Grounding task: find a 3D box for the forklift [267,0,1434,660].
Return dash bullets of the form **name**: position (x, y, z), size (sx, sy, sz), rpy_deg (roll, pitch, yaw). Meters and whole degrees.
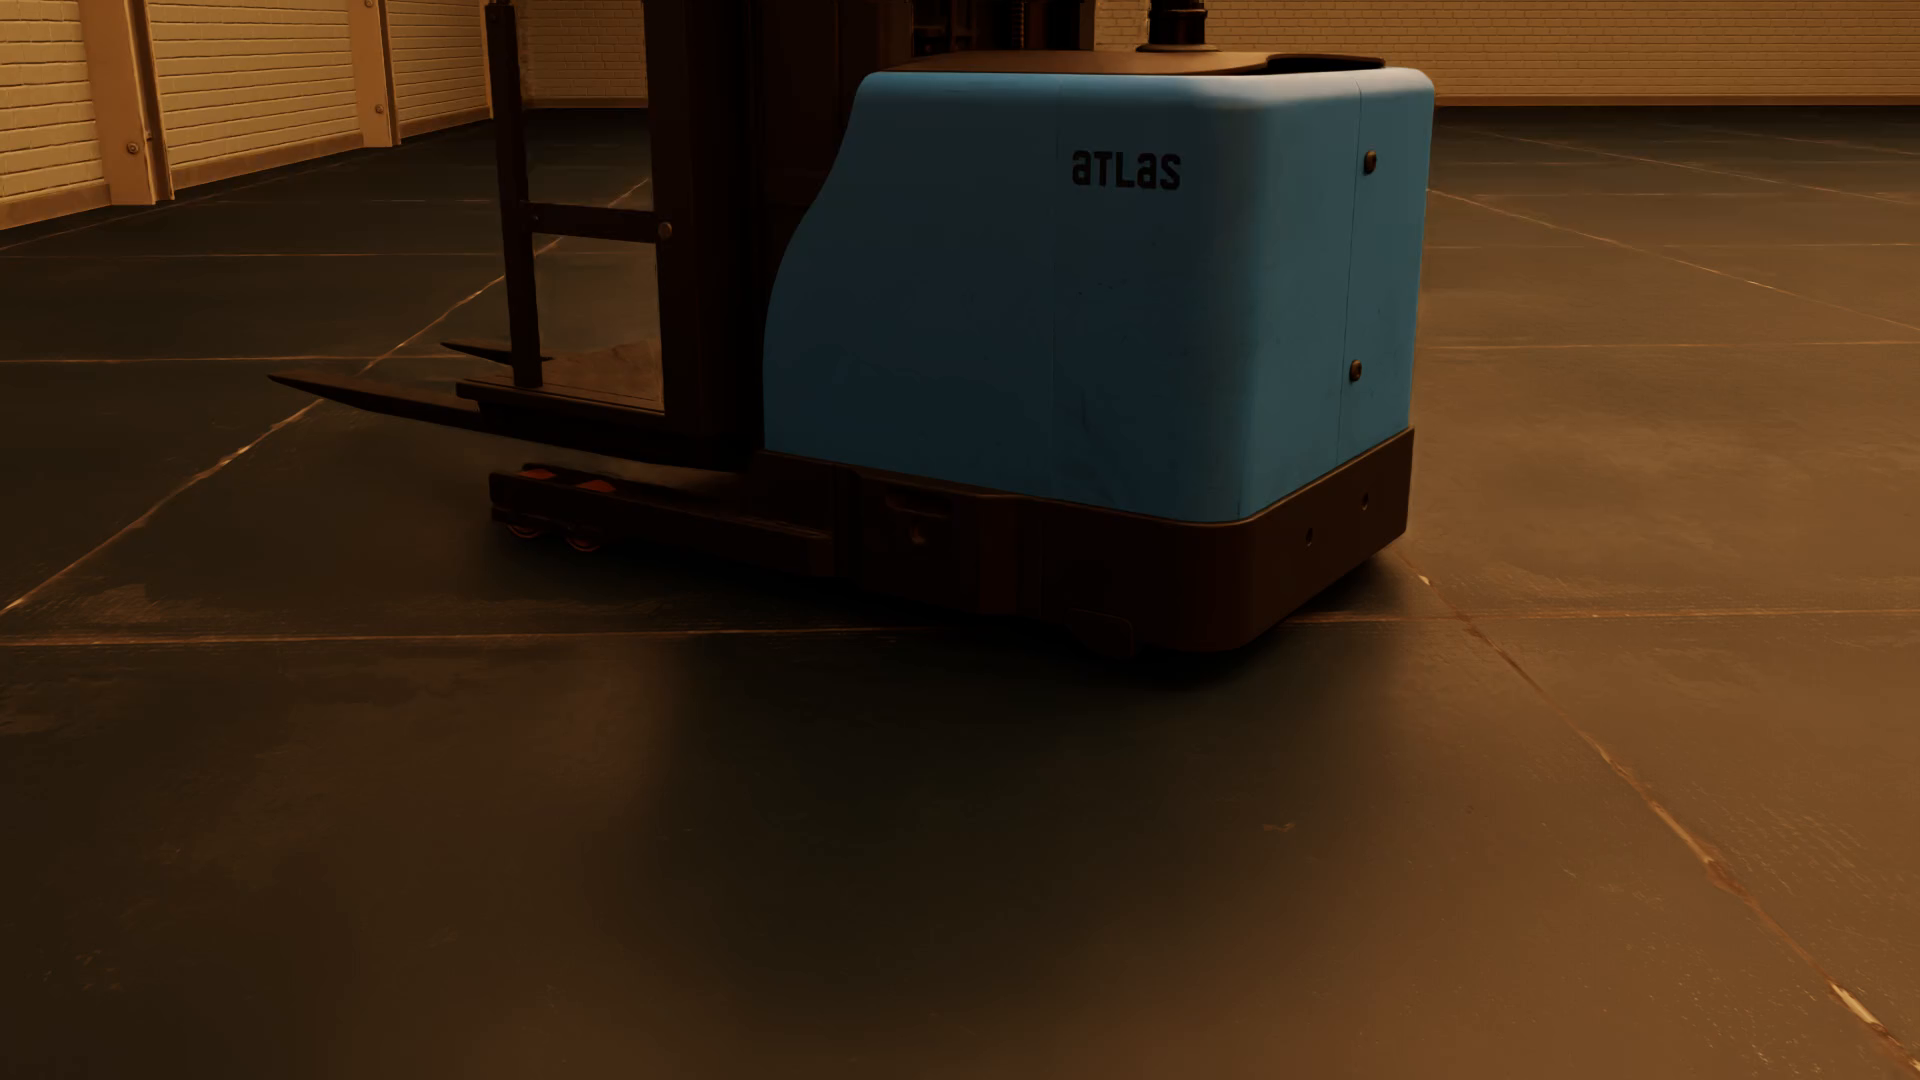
- **forklift**: position (-0.503, -1.489, 3.776), size (3.031, 2.935, 1.130), rpy_deg (11, 20, 32)
